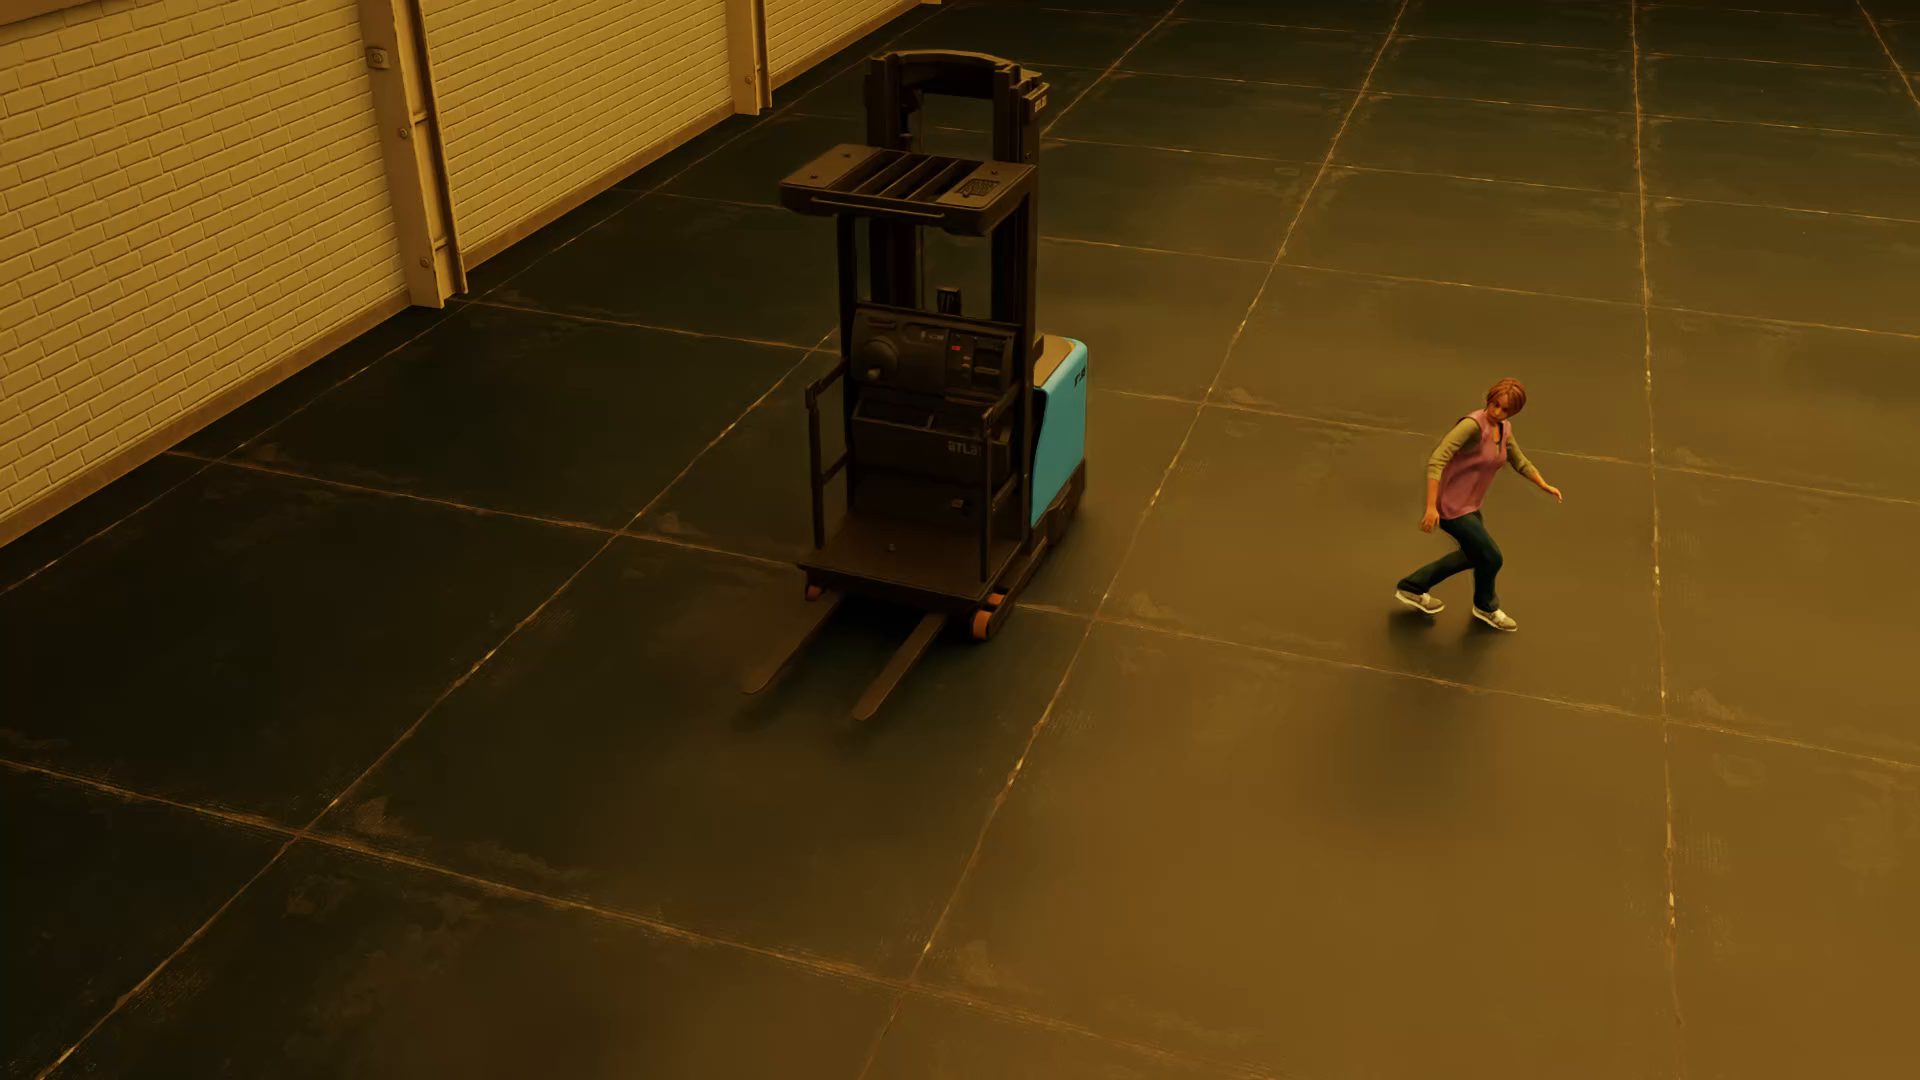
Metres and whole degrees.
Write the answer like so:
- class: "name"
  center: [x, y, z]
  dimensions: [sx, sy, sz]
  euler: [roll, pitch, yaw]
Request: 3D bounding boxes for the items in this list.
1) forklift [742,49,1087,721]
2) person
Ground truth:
- class: "forklift"
  center: [-0.228, -0.957, 8.815]
  dimensions: [1.130, 2.935, 3.031]
  euler: [11, 31, 19]
- class: "person"
  center: [2.773, -0.134, 8.876]
  dimensions: [0.764, 1.479, 0.704]
  euler: [17, 34, 27]
